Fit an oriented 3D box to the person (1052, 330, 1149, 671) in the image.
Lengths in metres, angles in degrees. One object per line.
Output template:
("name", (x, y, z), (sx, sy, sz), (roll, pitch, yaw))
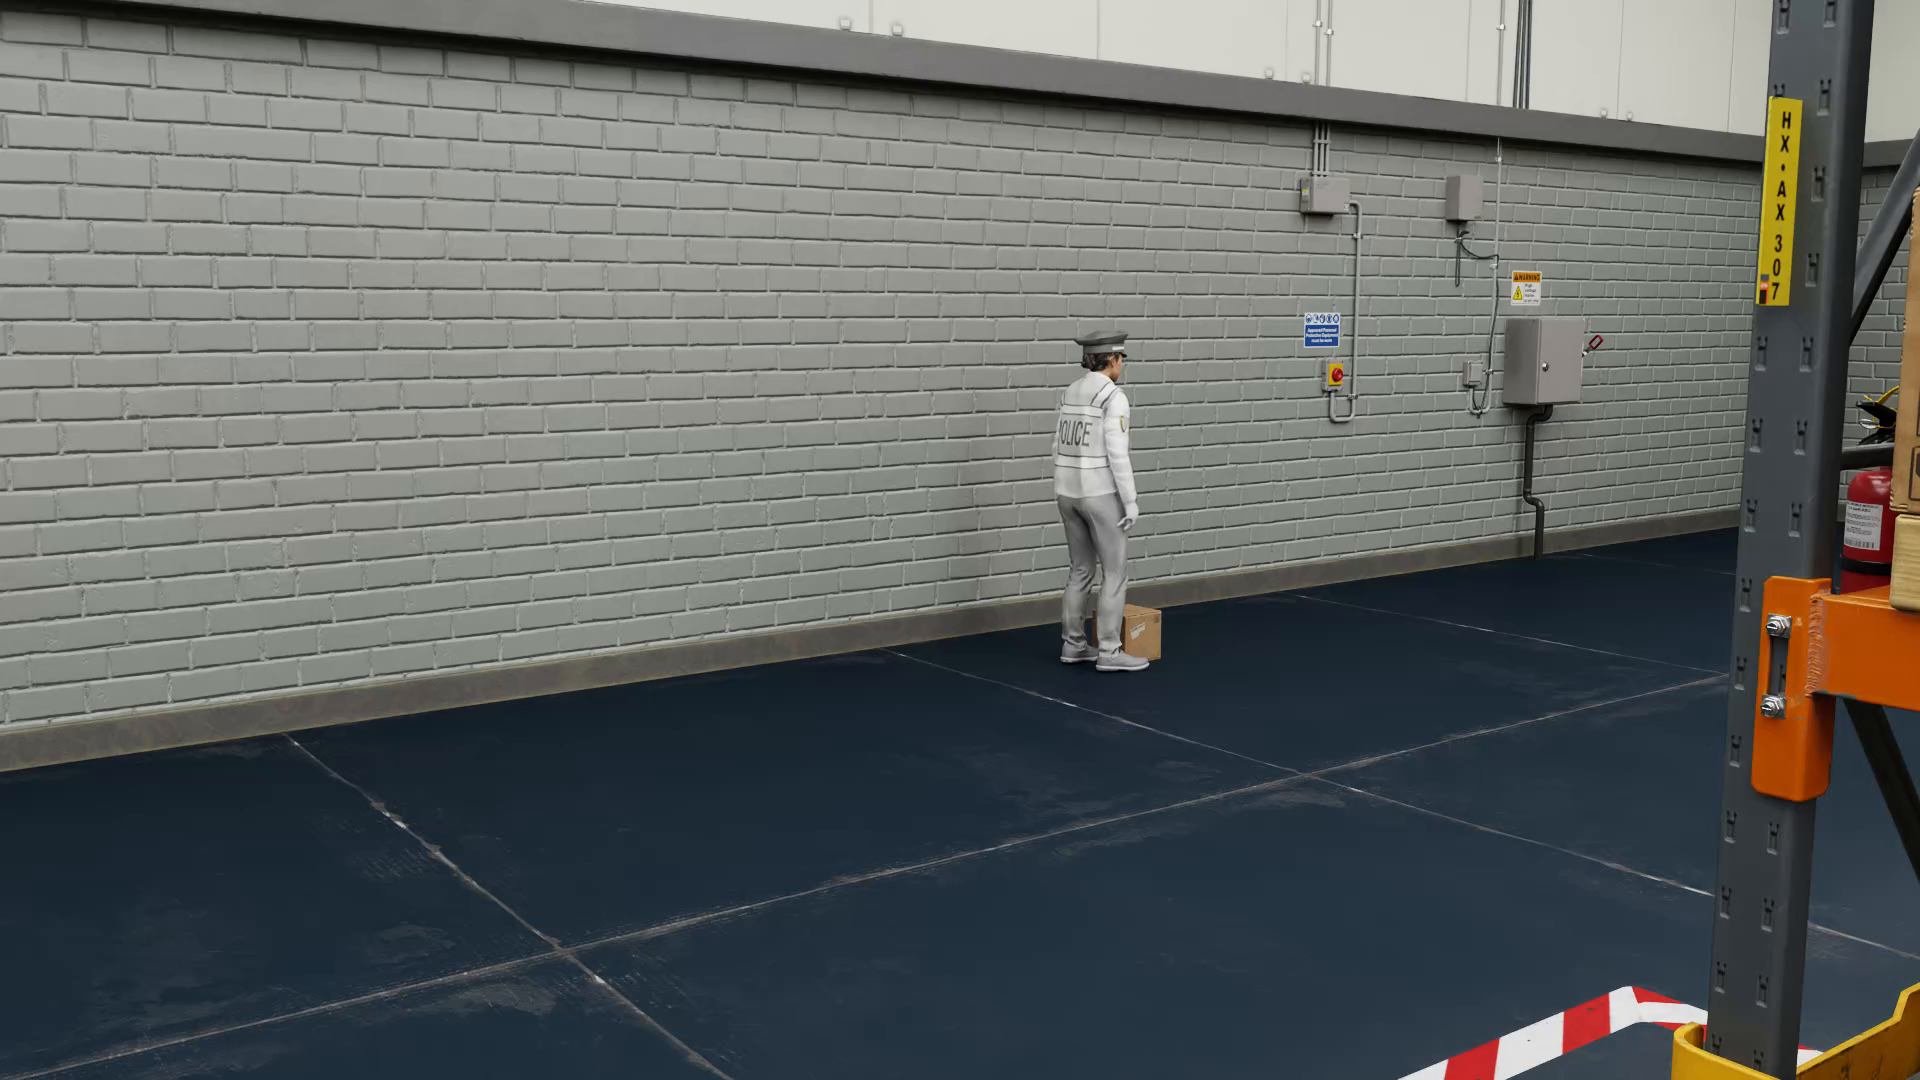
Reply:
("person", (0.669, -0.198, 8.223), (0.371, 1.663, 0.530), (-6, 10, -36))
